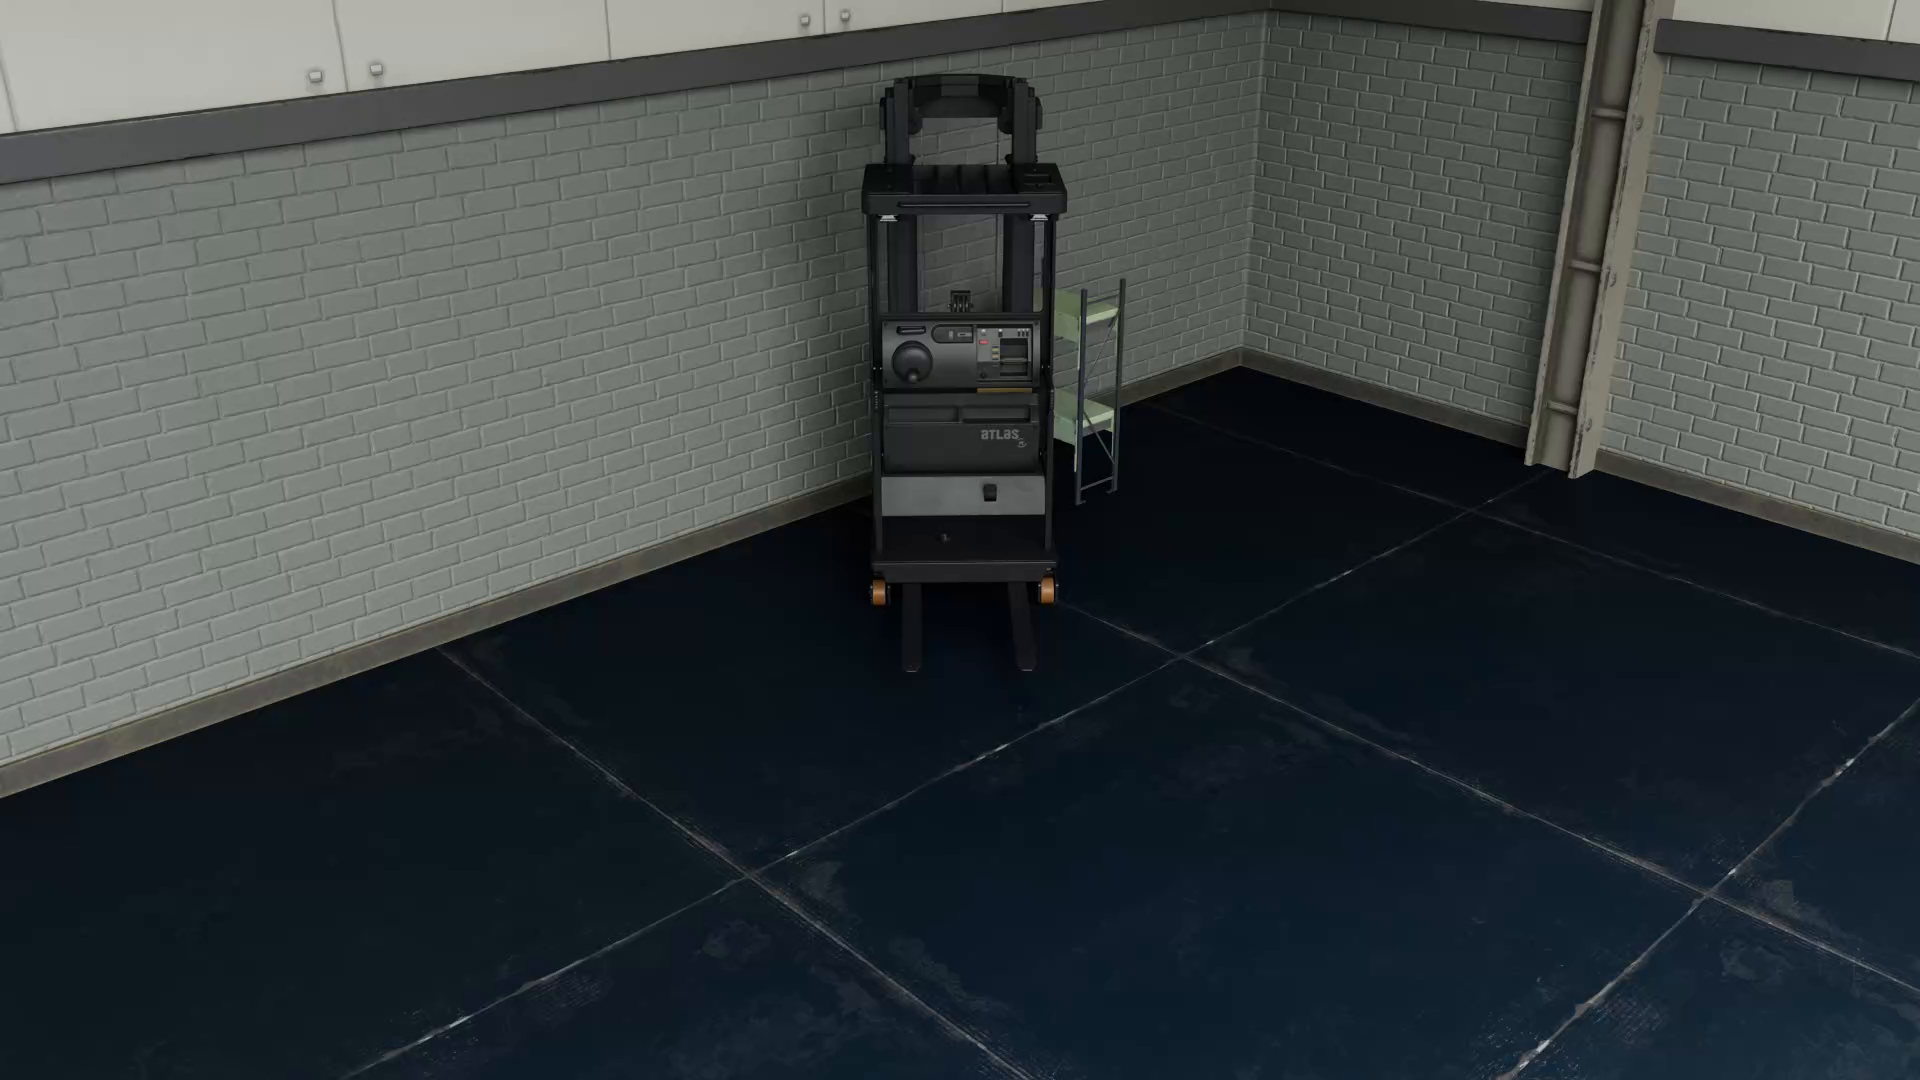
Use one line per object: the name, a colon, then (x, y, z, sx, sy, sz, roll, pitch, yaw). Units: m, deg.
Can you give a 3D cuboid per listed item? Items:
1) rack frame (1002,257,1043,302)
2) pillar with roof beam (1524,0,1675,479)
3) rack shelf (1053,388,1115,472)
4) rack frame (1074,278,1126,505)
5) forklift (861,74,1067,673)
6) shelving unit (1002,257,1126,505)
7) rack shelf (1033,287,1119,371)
rack frame: (0.438, -1.200, 11.574, 0.400, 1.500, 0.023, -21, 32, -38)
pillar with roof beam: (1.153, -3.405, 7.372, 9.100, 9.000, 0.400, -21, 32, -38)
rack shelf: (0.685, -0.792, 11.463, 0.431, 0.370, 0.720, -21, 32, -38)
rack frame: (0.931, -0.976, 11.082, 0.400, 1.500, 0.023, -21, 32, -38)
forklift: (0.014, -1.073, 9.571, 1.130, 2.935, 3.031, -1, 25, -1)
shelving unit: (0.685, -1.088, 11.328, 0.431, 1.500, 0.755, -21, 32, -38)
rack shelf: (0.685, -1.443, 11.166, 0.431, 0.370, 0.720, -21, 32, -38)
